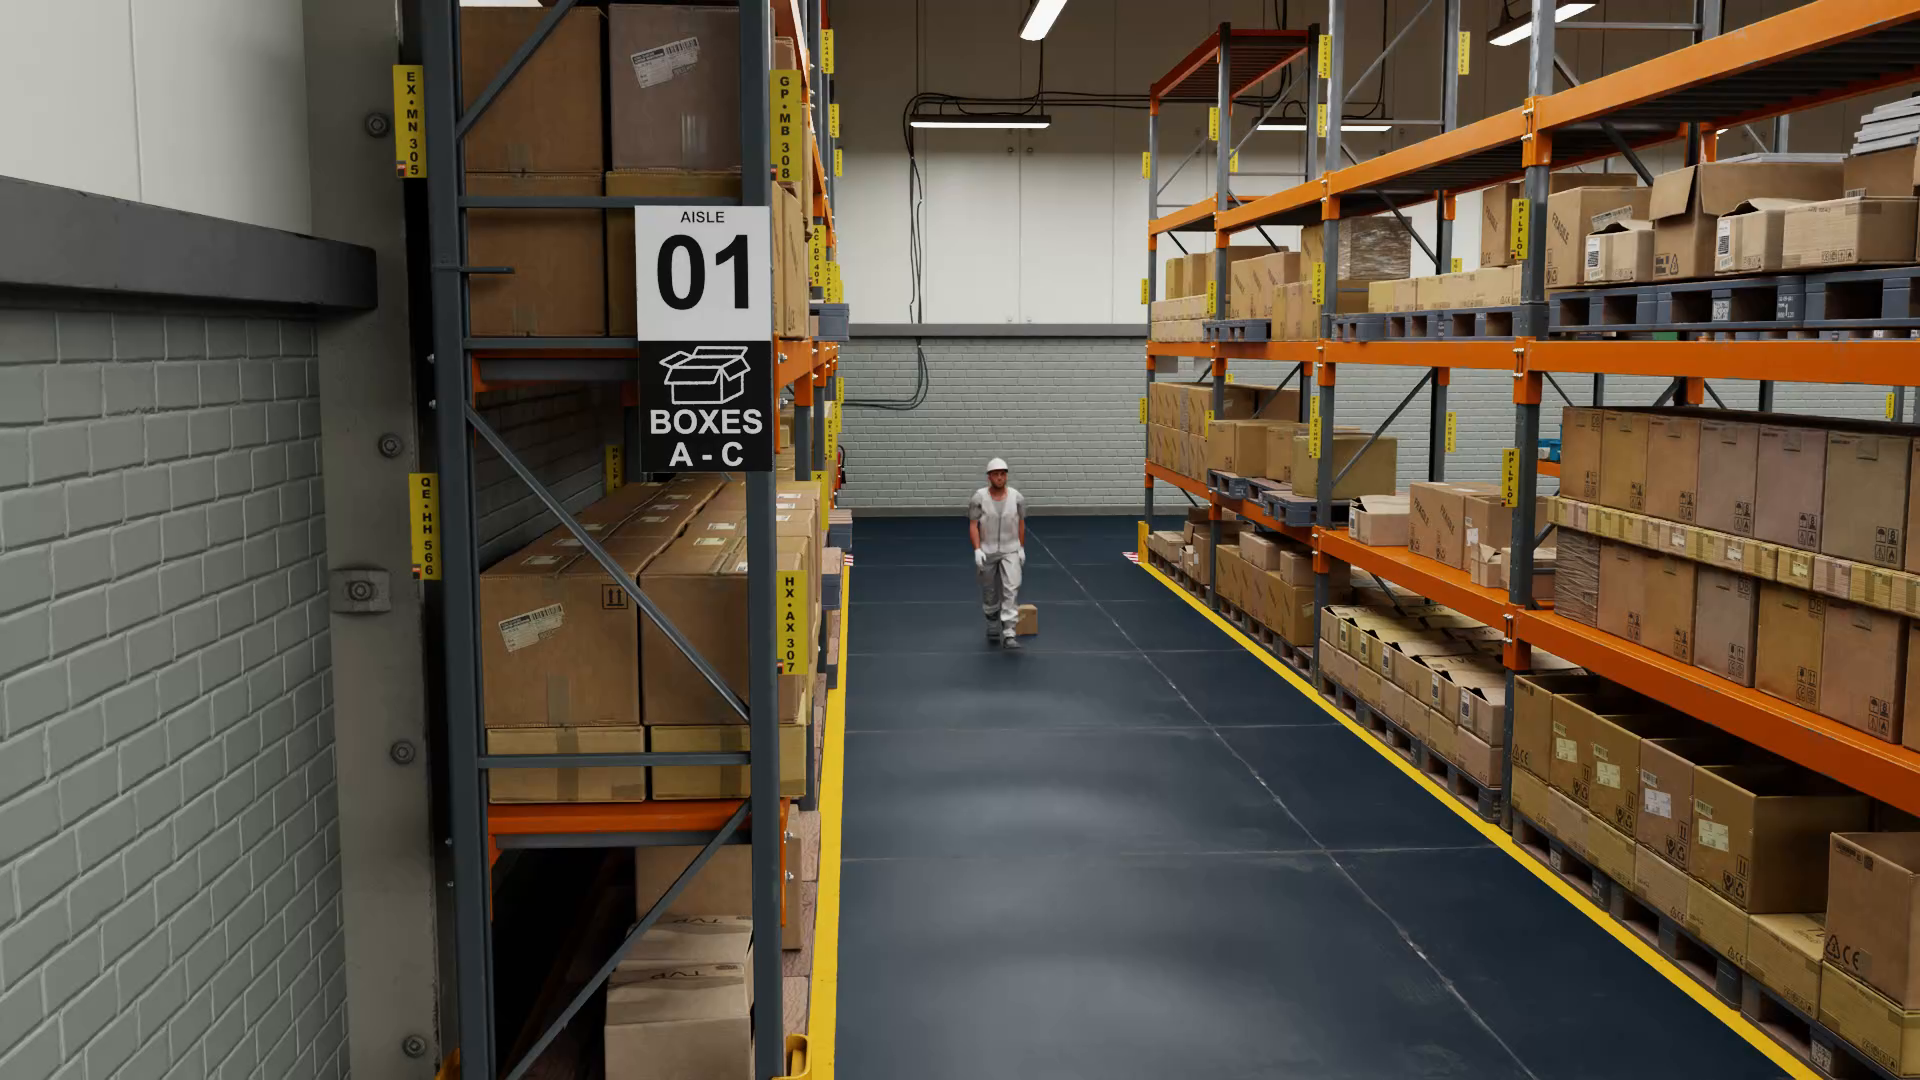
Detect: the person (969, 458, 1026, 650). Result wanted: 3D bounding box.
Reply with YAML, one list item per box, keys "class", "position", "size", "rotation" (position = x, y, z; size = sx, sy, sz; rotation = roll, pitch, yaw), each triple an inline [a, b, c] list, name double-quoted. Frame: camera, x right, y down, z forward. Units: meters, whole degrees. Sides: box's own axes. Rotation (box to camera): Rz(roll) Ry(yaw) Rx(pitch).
- class: "person"
  position: [0.346, 0.110, 15.200]
  size: [0.528, 1.722, 1.079]
  rotation: [0, 7, 0]
